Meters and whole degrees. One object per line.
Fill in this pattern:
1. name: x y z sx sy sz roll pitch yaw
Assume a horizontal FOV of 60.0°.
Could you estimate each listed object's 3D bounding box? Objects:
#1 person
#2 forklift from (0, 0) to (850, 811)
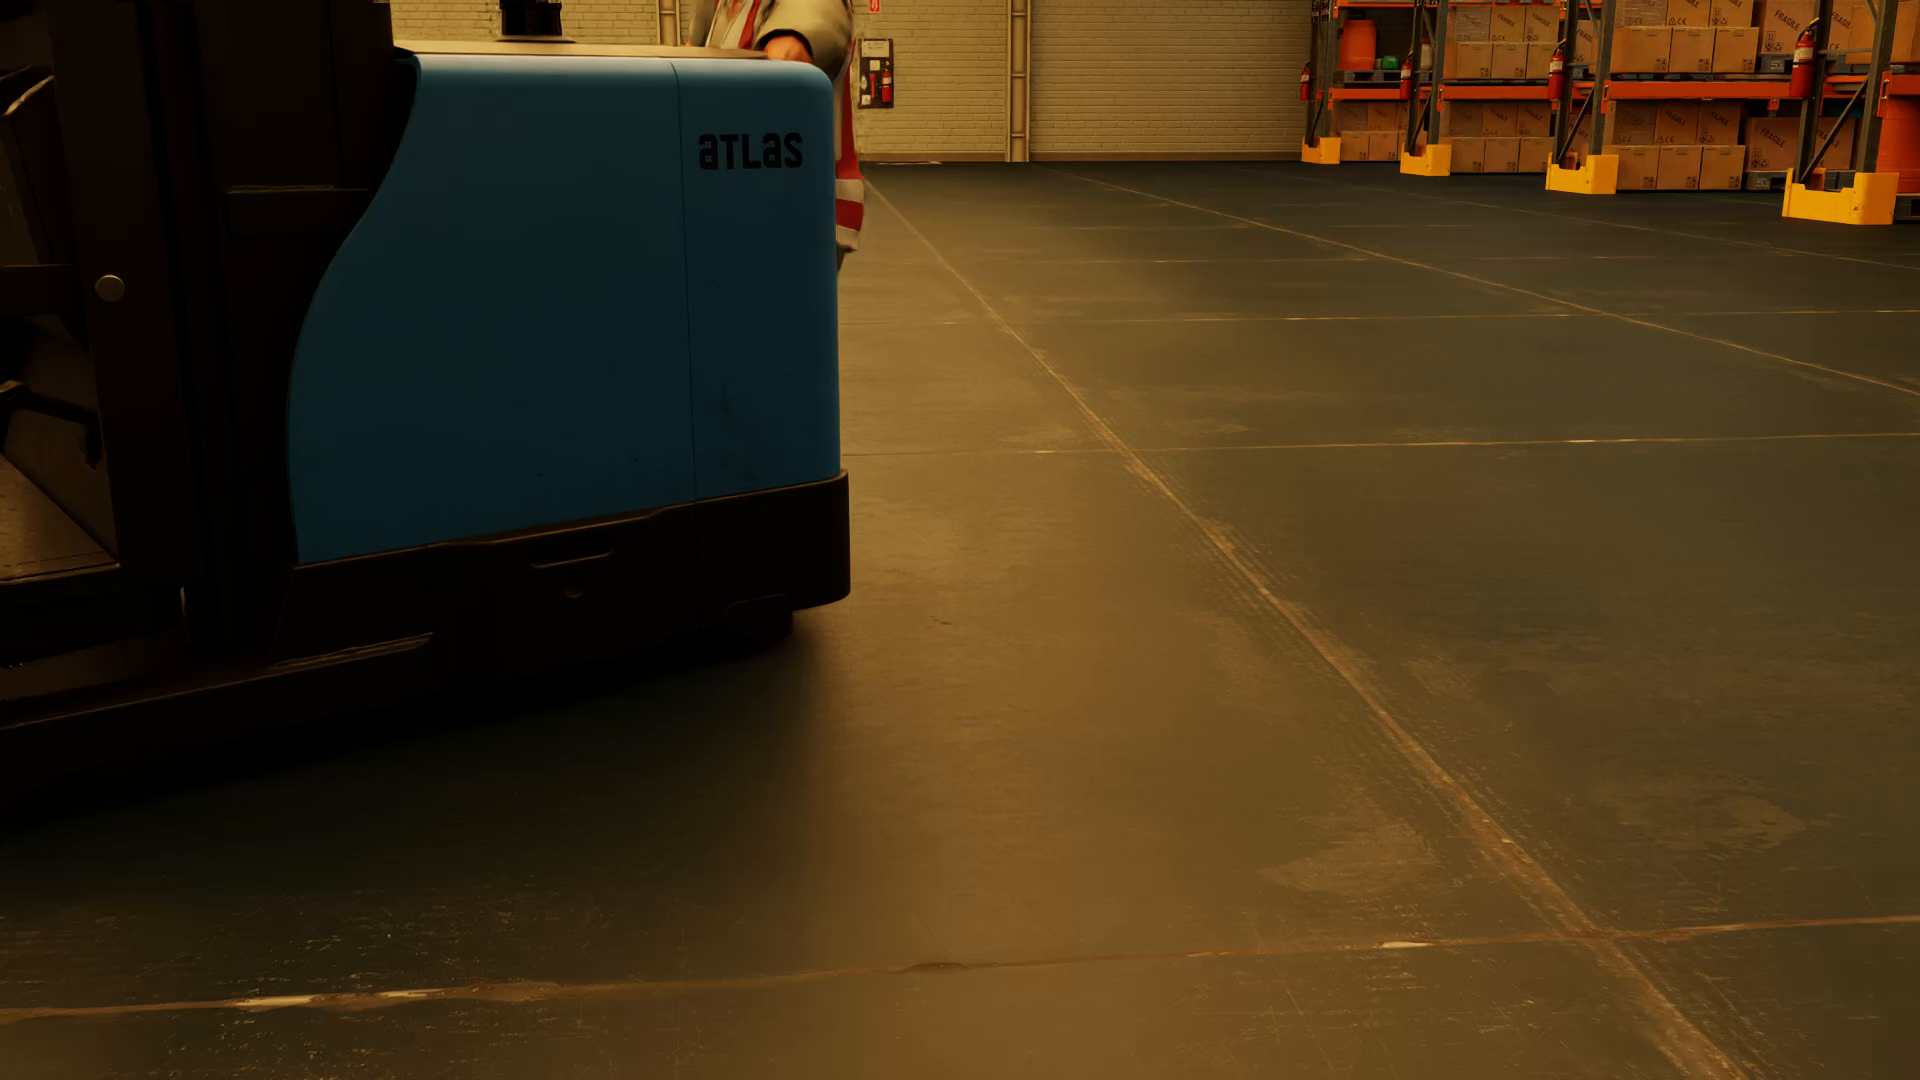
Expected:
1. person: -0.650 -0.686 3.572 0.890 1.559 0.954 -5 16 -18
2. forklift: -1.691 -1.110 2.394 3.031 2.935 1.130 -11 18 -36
